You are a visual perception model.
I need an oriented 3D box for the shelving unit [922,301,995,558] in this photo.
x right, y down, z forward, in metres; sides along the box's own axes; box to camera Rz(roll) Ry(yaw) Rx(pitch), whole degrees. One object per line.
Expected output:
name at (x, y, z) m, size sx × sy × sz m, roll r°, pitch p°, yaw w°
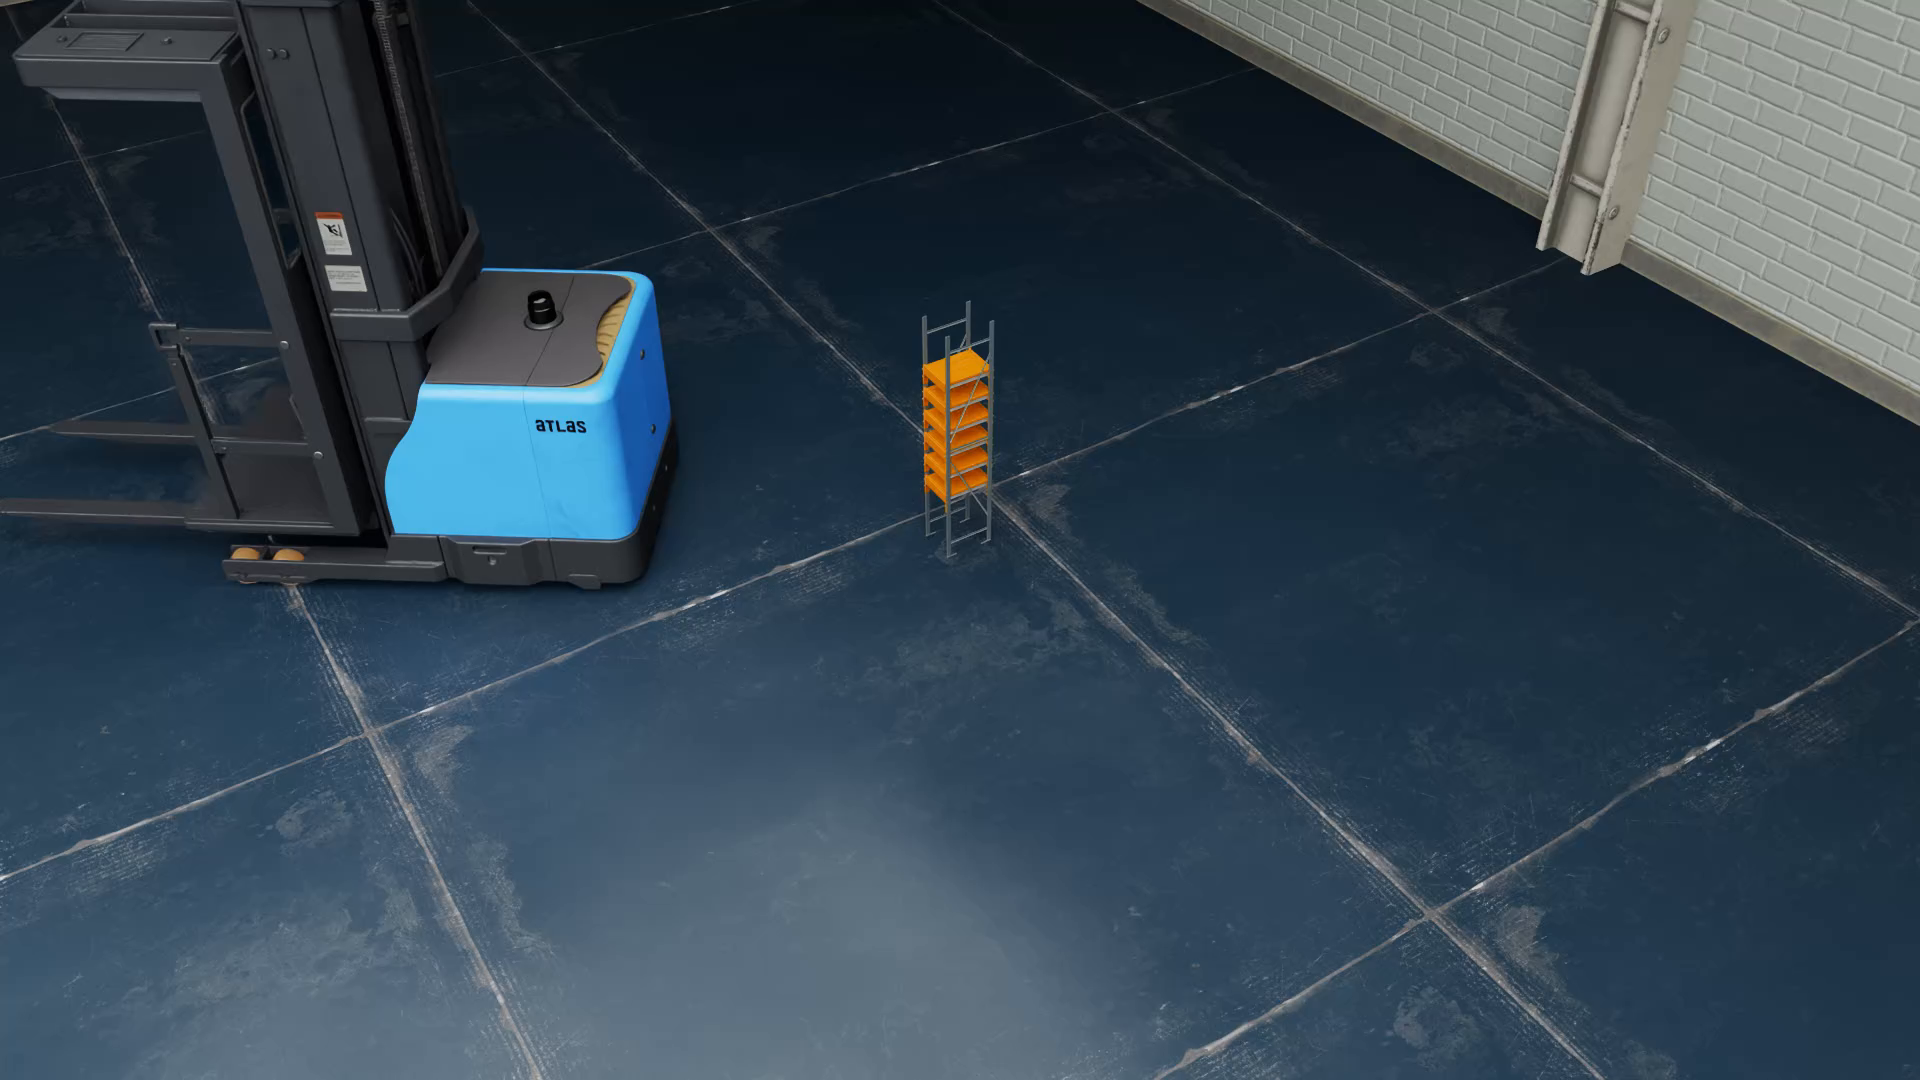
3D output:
shelving unit at (-0.008, -0.469, 7.375) m, size 0.258 × 1.200 × 0.189 m, roll -22°, pitch 45°, yaw -24°

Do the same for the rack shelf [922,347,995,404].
rack shelf at (-0.008, -0.711, 7.173) m, size 0.258 × 0.103 × 0.180 m, roll -22°, pitch 45°, yaw -24°

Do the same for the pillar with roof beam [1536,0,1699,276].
pillar with roof beam at (0.006, -3.656, 5.108) m, size 9.100 × 9.000 × 0.400 m, roll -22°, pitch 45°, yaw -24°

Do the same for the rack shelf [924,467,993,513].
rack shelf at (-0.008, -0.250, 7.557) m, size 0.258 × 0.103 × 0.180 m, roll -22°, pitch 45°, yaw -24°

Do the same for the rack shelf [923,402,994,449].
rack shelf at (-0.008, -0.527, 7.327) m, size 0.258 × 0.103 × 0.180 m, roll -22°, pitch 45°, yaw -24°

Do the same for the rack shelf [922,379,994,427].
rack shelf at (-0.008, -0.619, 7.250) m, size 0.258 × 0.103 × 0.180 m, roll -22°, pitch 45°, yaw -24°

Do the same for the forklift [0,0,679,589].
forklift at (-2.907, -1.258, 6.970) m, size 3.031 × 2.935 × 1.130 m, roll 2°, pitch 40°, yaw 2°

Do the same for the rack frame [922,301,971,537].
rack frame at (-0.057, -0.518, 7.435) m, size 0.240 × 1.200 × 0.006 m, roll -22°, pitch 45°, yaw -24°

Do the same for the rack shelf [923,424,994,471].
rack shelf at (-0.008, -0.435, 7.404) m, size 0.258 × 0.103 × 0.180 m, roll -22°, pitch 45°, yaw -24°

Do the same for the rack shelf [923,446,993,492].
rack shelf at (-0.008, -0.342, 7.481) m, size 0.258 × 0.103 × 0.180 m, roll -22°, pitch 45°, yaw -24°

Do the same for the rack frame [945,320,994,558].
rack frame at (0.041, -0.419, 7.316) m, size 0.240 × 1.200 × 0.006 m, roll -22°, pitch 45°, yaw -24°
